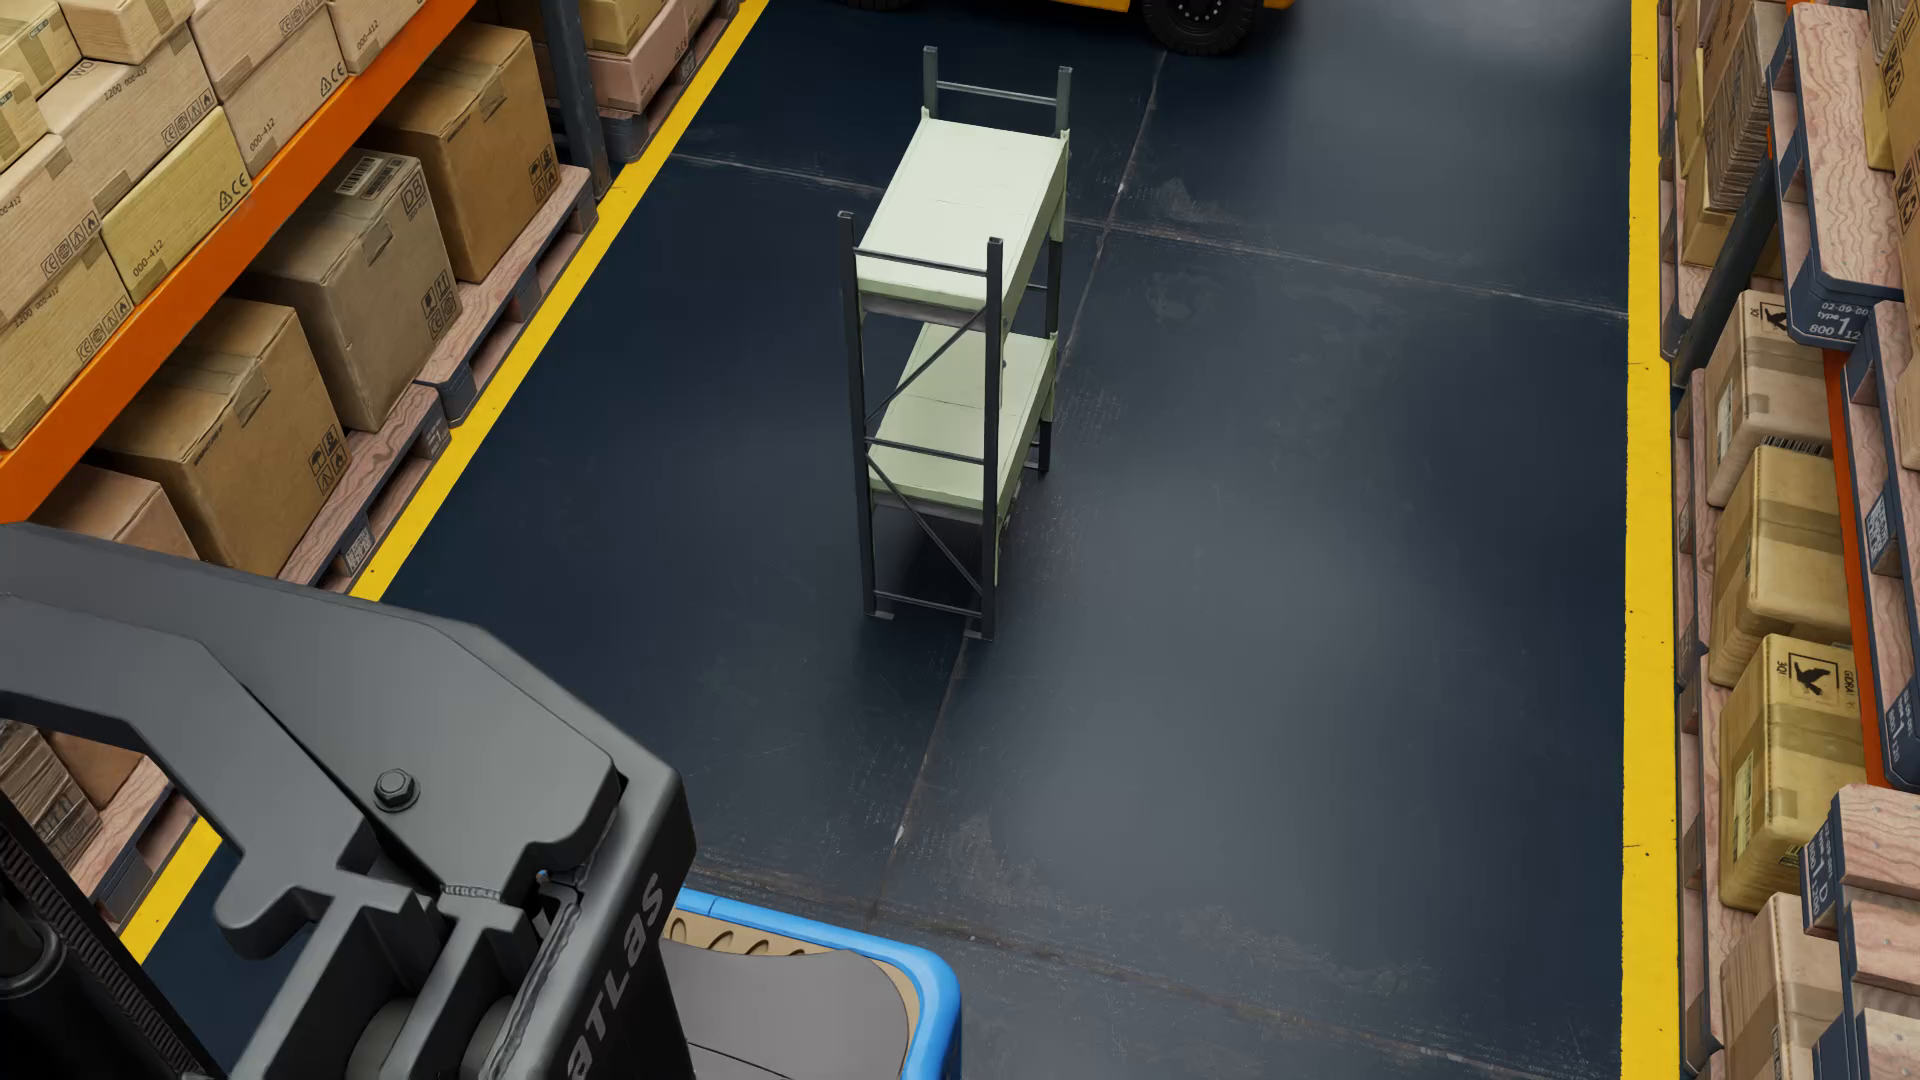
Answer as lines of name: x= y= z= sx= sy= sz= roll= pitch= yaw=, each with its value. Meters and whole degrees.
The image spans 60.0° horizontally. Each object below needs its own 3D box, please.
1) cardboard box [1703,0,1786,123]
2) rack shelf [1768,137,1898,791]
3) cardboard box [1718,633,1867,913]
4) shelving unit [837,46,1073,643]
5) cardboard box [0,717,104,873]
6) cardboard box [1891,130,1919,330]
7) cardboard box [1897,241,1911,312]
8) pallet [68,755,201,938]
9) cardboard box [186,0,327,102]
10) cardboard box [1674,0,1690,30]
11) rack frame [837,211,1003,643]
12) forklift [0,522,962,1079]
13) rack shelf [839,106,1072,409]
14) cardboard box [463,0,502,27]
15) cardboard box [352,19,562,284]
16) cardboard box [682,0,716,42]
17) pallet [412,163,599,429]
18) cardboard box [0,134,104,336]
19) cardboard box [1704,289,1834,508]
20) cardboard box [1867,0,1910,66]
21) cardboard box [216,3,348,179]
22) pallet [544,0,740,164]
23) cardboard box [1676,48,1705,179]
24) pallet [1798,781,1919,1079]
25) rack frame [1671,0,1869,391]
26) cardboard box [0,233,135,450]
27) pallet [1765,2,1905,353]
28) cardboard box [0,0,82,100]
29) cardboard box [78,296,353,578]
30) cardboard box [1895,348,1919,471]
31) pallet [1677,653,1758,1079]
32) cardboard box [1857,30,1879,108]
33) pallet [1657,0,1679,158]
cardboard box: x=2.969 y=-1.784 z=5.878 sx=0.500 sy=0.500 sz=0.500 roll=12 pitch=50 yaw=11
rack shelf: x=2.414 y=0.227 z=3.529 sx=1.077 sy=0.370 sz=4.000 roll=12 pitch=50 yaw=10
cardboard box: x=2.437 y=0.677 z=4.125 sx=0.950 sy=0.372 sz=0.625 roll=13 pitch=50 yaw=11
shelving unit: x=0.002 y=-0.501 z=4.692 sx=0.431 sy=1.500 sz=0.755 roll=12 pitch=50 yaw=10
cardboard box: x=-2.725 y=0.657 z=3.973 sx=0.875 sy=0.625 sz=0.625 roll=13 pitch=50 yaw=11
cardboard box: x=2.265 y=-0.728 z=3.347 sx=0.500 sy=0.500 sz=0.500 roll=11 pitch=50 yaw=10
cardboard box: x=2.307 y=-0.599 z=3.666 sx=0.380 sy=0.149 sz=0.250 roll=12 pitch=50 yaw=11
pallet: x=-2.648 y=0.794 z=4.409 sx=1.003 sy=0.211 sz=1.213 roll=12 pitch=50 yaw=10
cardboard box: x=-2.001 y=-1.403 z=4.254 sx=0.500 sy=0.250 sz=0.500 roll=12 pitch=50 yaw=11
cardboard box: x=3.241 y=-2.286 z=6.821 sx=0.500 sy=0.250 sz=0.500 roll=15 pitch=50 yaw=13
rack frame: x=-0.095 y=-0.236 z=4.458 sx=0.400 sy=1.500 sz=0.023 roll=12 pitch=50 yaw=10
forklift: x=-0.867 y=1.499 z=1.972 sx=1.130 sy=2.935 sz=3.031 roll=12 pitch=50 yaw=10
rack shelf: x=0.002 y=-0.759 z=4.399 sx=0.431 sy=0.370 sz=0.720 roll=12 pitch=50 yaw=10
cardboard box: x=-1.919 y=-2.222 z=6.431 sx=0.500 sy=0.250 sz=0.500 roll=11 pitch=49 yaw=9
cardboard box: x=-1.976 y=-1.408 z=5.796 sx=0.875 sy=0.625 sz=0.625 roll=14 pitch=50 yaw=12
cardboard box: x=-1.284 y=-2.319 z=6.850 sx=0.500 sy=0.250 sz=0.500 roll=11 pitch=49 yaw=9
pallet: x=-2.006 y=-0.971 z=5.966 sx=1.003 sy=0.211 sz=1.213 roll=12 pitch=50 yaw=10
cardboard box: x=-2.262 y=-0.667 z=3.604 sx=0.500 sy=0.250 sz=0.500 roll=10 pitch=49 yaw=9
cardboard box: x=2.804 y=-0.347 z=5.029 sx=0.950 sy=0.372 sz=0.625 roll=12 pitch=50 yaw=11
cardboard box: x=2.540 y=-1.446 z=3.980 sx=0.500 sy=0.500 sz=0.500 roll=13 pitch=50 yaw=11
cardboard box: x=-2.017 y=-1.251 z=4.453 sx=0.500 sy=0.250 sz=0.500 roll=12 pitch=50 yaw=10
pallet: x=-1.600 y=-2.079 z=6.944 sx=1.003 sy=0.211 sz=1.213 roll=12 pitch=50 yaw=10
cardboard box: x=2.967 y=-1.555 z=6.175 sx=0.500 sy=0.250 sz=0.500 roll=10 pitch=49 yaw=9
pallet: x=1.972 y=0.962 z=2.528 sx=1.213 sy=0.211 sz=1.003 roll=12 pitch=50 yaw=10
rack frame: x=2.940 y=-1.458 z=4.536 sx=1.000 sy=3.000 sz=0.127 roll=12 pitch=50 yaw=10
cardboard box: x=-2.284 y=-0.501 z=3.792 sx=0.500 sy=0.250 sz=0.500 roll=10 pitch=49 yaw=9
pallet: x=2.598 y=-0.870 z=4.145 sx=1.003 sy=0.211 sz=1.213 roll=12 pitch=50 yaw=10
cardboard box: x=-2.230 y=-1.104 z=3.725 sx=0.380 sy=0.149 sz=0.250 roll=12 pitch=50 yaw=10
cardboard box: x=-2.384 y=-0.304 z=4.822 sx=0.875 sy=0.625 sz=0.625 roll=10 pitch=49 yaw=8
cardboard box: x=2.120 y=-0.239 z=3.348 sx=0.380 sy=0.149 sz=0.250 roll=13 pitch=50 yaw=11
pallet: x=2.417 y=0.914 z=4.303 sx=1.003 sy=0.211 sz=1.213 roll=12 pitch=50 yaw=10
cardboard box: x=2.490 y=-1.176 z=4.175 sx=0.380 sy=0.149 sz=0.250 roll=12 pitch=50 yaw=11
pallet: x=3.402 y=-1.913 z=6.798 sx=1.003 sy=0.211 sz=1.213 roll=12 pitch=50 yaw=10
